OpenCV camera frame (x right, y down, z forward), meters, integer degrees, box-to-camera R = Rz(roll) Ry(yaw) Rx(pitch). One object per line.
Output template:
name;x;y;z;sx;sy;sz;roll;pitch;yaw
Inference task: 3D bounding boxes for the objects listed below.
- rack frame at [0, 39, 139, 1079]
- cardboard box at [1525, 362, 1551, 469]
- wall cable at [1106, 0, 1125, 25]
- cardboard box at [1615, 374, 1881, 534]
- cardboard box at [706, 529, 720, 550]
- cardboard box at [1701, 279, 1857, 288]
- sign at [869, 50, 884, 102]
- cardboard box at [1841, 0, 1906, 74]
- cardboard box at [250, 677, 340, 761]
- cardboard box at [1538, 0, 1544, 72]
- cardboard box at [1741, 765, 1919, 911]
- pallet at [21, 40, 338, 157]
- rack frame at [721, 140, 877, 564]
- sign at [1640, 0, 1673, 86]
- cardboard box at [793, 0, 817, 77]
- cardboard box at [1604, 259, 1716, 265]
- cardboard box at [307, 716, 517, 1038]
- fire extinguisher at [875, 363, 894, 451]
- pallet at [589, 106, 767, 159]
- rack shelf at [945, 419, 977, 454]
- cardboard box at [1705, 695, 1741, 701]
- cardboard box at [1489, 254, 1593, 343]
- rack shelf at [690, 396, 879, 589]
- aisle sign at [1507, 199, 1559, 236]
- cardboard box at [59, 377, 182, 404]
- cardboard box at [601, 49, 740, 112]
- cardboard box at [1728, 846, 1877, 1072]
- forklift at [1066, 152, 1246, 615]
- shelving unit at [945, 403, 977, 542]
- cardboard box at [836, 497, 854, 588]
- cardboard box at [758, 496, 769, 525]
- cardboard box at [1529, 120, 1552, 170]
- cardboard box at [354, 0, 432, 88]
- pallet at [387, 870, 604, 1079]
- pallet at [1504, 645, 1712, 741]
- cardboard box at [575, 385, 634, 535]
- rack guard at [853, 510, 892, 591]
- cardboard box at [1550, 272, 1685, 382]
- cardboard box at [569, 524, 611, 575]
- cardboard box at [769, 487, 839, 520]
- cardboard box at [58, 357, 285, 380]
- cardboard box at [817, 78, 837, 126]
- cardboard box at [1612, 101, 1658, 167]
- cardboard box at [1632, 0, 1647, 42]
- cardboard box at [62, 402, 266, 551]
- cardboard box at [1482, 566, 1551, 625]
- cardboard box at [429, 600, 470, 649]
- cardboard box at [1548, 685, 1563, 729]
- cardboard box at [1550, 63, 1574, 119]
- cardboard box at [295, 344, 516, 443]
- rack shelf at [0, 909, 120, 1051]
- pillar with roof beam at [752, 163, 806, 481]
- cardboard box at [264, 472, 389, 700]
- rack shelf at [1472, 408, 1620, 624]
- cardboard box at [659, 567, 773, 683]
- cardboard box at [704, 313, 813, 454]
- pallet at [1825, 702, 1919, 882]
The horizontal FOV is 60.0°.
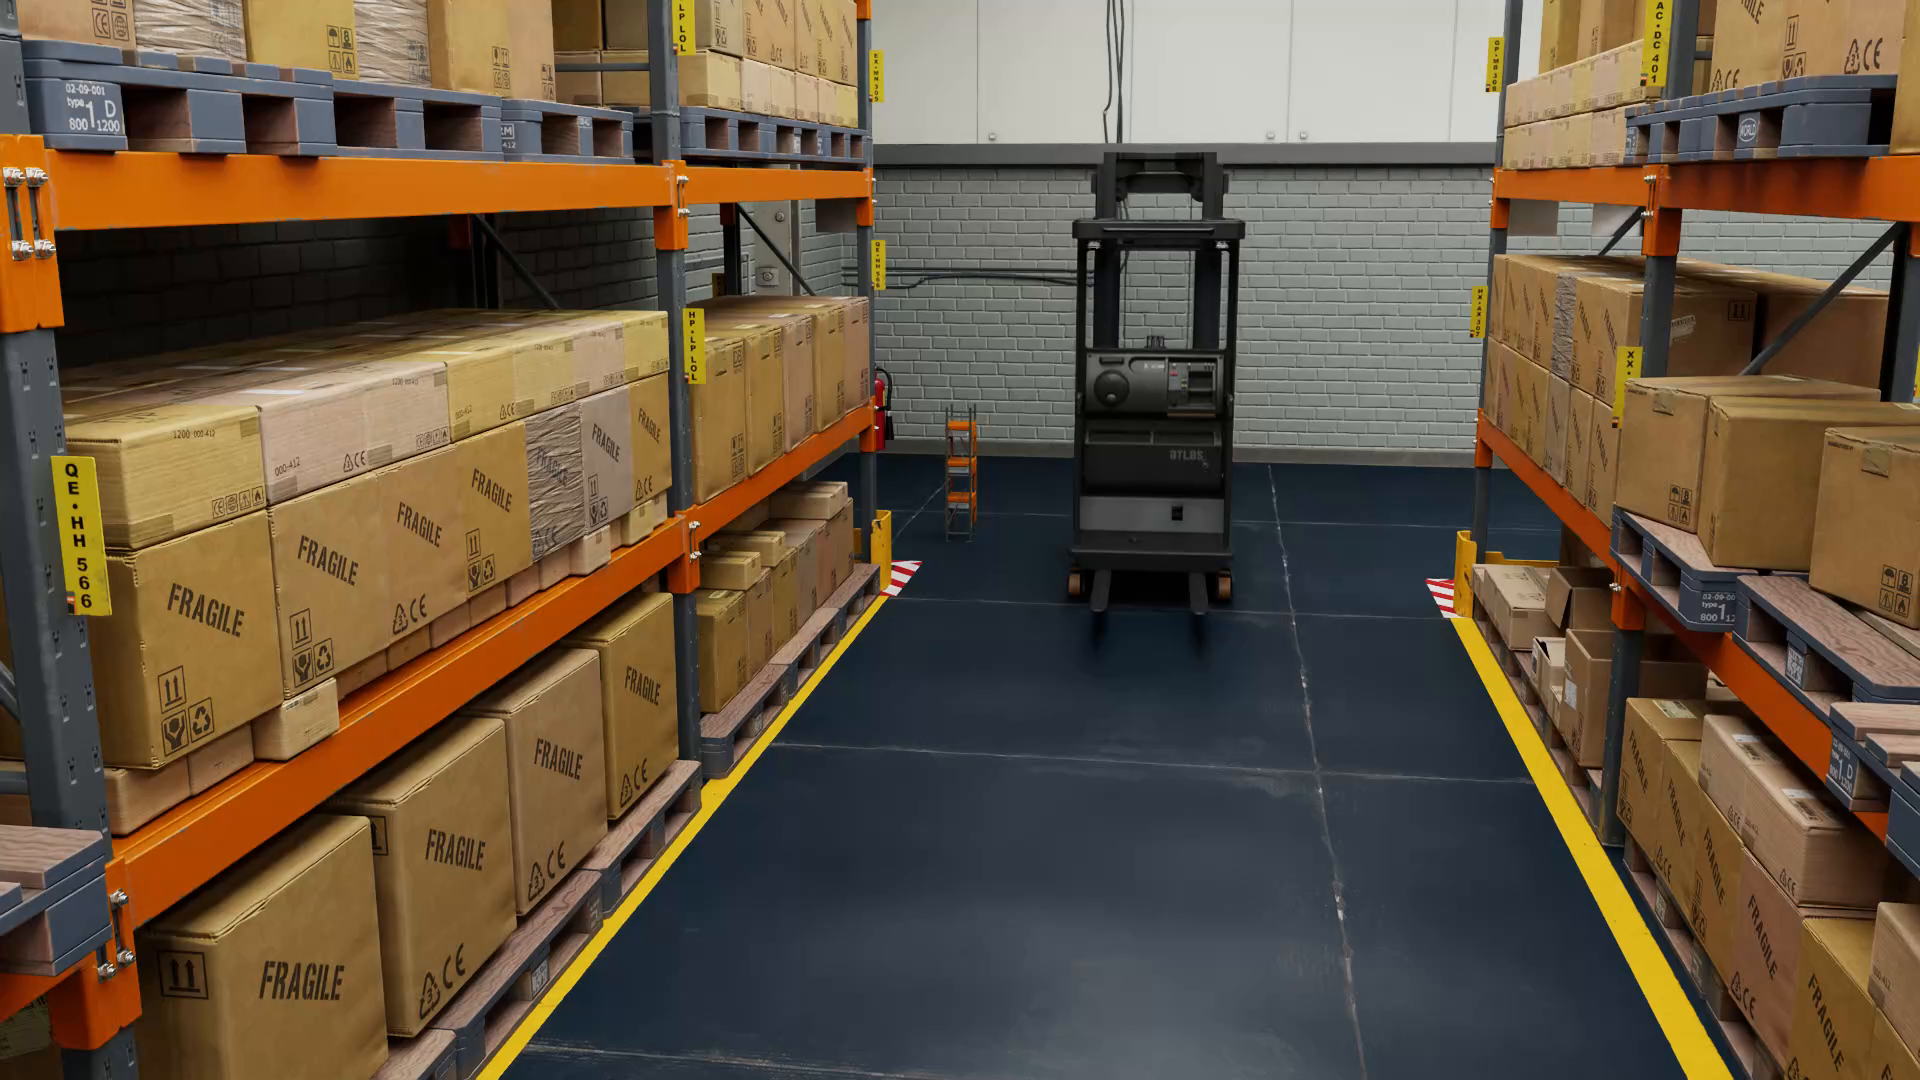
rack frame;-2.308;0.505;3.530;1.000;3.000;0.127;2;12;9
cardboard box;3.257;-0.650;8.651;0.500;0.500;0.500;2;12;9
wall cable;2.819;-6.122;15.424;3.097;2.526;0.112;2;12;9
cardboard box;2.909;-0.331;6.174;0.700;0.500;0.500;-2;12;-10
cardboard box;-1.536;0.026;9.149;0.380;0.149;0.250;2;12;9
cardboard box;3.632;-0.902;7.448;0.500;0.500;0.500;1;12;7
sign;-0.543;-3.000;10.762;0.100;0.325;0.005;2;12;9
cardboard box;2.850;-1.557;4.507;0.600;0.600;0.600;1;12;6
cardboard box;-1.856;0.452;4.324;0.380;0.149;0.250;2;12;10
cardboard box;3.755;-2.897;9.586;0.700;0.500;0.500;2;12;9
cardboard box;2.657;0.878;4.910;0.500;0.250;0.500;2;12;8
pallet;-2.261;-1.005;3.864;1.213;0.211;1.003;2;12;11
rack frame;-1.077;-1.160;11.258;1.000;3.000;0.127;2;12;9
sign;2.666;-1.903;6.357;0.100;0.325;0.005;2;12;9
cardboard box;-1.080;-2.800;9.089;0.500;0.500;0.500;1;12;6
cardboard box;3.945;-1.332;9.441;0.500;0.500;0.500;2;12;10
cardboard box;-1.924;1.020;5.248;0.750;0.750;0.750;2;12;8
fire extinguisher;-0.598;-0.957;11.382;0.296;0.674;0.183;2;12;9
pallet;-1.556;-1.921;7.876;1.003;0.211;1.213;2;12;9
rack shelf;0.008;-0.791;12.877;0.215;0.259;0.240;2;12;9
cardboard box;3.481;0.851;7.263;0.500;0.311;0.500;2;12;9
cardboard box;3.489;-1.455;10.012;0.500;0.500;0.500;2;12;10
rack shelf;-1.385;-0.392;9.402;1.077;0.370;4.000;2;12;9
aisle sign;3.538;-2.295;10.353;0.394;0.787;0.004;2;12;9
cardboard box;-2.411;-0.276;4.384;0.500;0.250;0.500;1;12;7
cardboard box;-1.326;-2.110;7.667;0.500;0.250;0.500;2;12;8
cardboard box;2.654;1.252;4.953;0.500;0.500;0.500;1;12;7
forklift;1.304;-1.099;11.137;1.130;2.935;3.031;1;12;7
shelving unit;0.008;-0.524;12.934;0.215;1.050;0.252;2;12;9
cardboard box;-1.086;0.005;10.786;0.700;0.500;0.500;2;12;9
cardboard box;-1.380;-0.187;10.137;0.380;0.149;0.250;2;12;9
cardboard box;3.323;-2.087;8.794;0.500;0.250;0.500;2;12;9
cardboard box;-2.098;-1.658;5.166;0.700;0.500;0.500;2;12;9
pallet;-1.922;1.453;5.749;1.003;0.211;1.213;2;12;9
pallet;3.495;0.798;8.792;1.003;0.211;1.213;2;12;9
cardboard box;-1.583;-0.321;6.372;0.500;0.500;0.500;2;12;9
rack guard;-1.073;0.057;11.544;1.175;0.500;0.348;2;12;9
cardboard box;3.179;-1.031;8.046;0.500;0.500;0.500;2;12;9
cardboard box;-1.547;0.028;6.295;0.380;0.149;0.250;2;12;9
cardboard box;-0.964;-0.226;10.319;0.380;0.149;0.250;2;12;10
cardboard box;-2.329;-0.383;4.879;0.500;0.250;0.500;2;12;7
cardboard box;-1.006;-2.538;9.653;0.500;0.250;0.500;1;12;7
cardboard box;3.015;-1.671;6.862;0.500;0.250;0.500;2;12;9
cardboard box;3.528;-2.478;7.642;0.700;0.500;0.500;2;12;9
cardboard box;-1.979;-0.158;3.835;0.500;0.250;0.500;2;12;10
cardboard box;3.377;0.336;9.794;0.500;0.250;0.500;2;12;9
cardboard box;-1.803;0.237;5.321;0.380;0.149;0.250;2;12;9
cardboard box;3.009;0.803;7.871;0.380;0.149;0.250;2;12;9
cardboard box;3.247;-2.227;8.259;0.500;0.250;0.500;2;12;9
cardboard box;-1.756;-0.474;5.304;0.500;0.250;0.500;2;12;7
rack shelf;-2.615;1.273;1.674;1.077;0.370;4.000;2;12;9
pillar with roof beam;2.737;-4.544;12.717;9.100;9.000;0.400;2;12;9
cardboard box;-1.890;0.099;4.422;0.500;0.500;0.500;2;12;11
rack shelf;3.511;-0.233;8.661;1.077;0.370;4.000;2;12;9
cardboard box;-1.396;0.432;8.805;0.700;0.500;0.500;2;12;8
cardboard box;-1.373;-0.890;9.293;0.980;0.700;0.700;1;12;6
pallet;2.623;0.615;3.475;1.213;0.211;1.003;2;12;9
